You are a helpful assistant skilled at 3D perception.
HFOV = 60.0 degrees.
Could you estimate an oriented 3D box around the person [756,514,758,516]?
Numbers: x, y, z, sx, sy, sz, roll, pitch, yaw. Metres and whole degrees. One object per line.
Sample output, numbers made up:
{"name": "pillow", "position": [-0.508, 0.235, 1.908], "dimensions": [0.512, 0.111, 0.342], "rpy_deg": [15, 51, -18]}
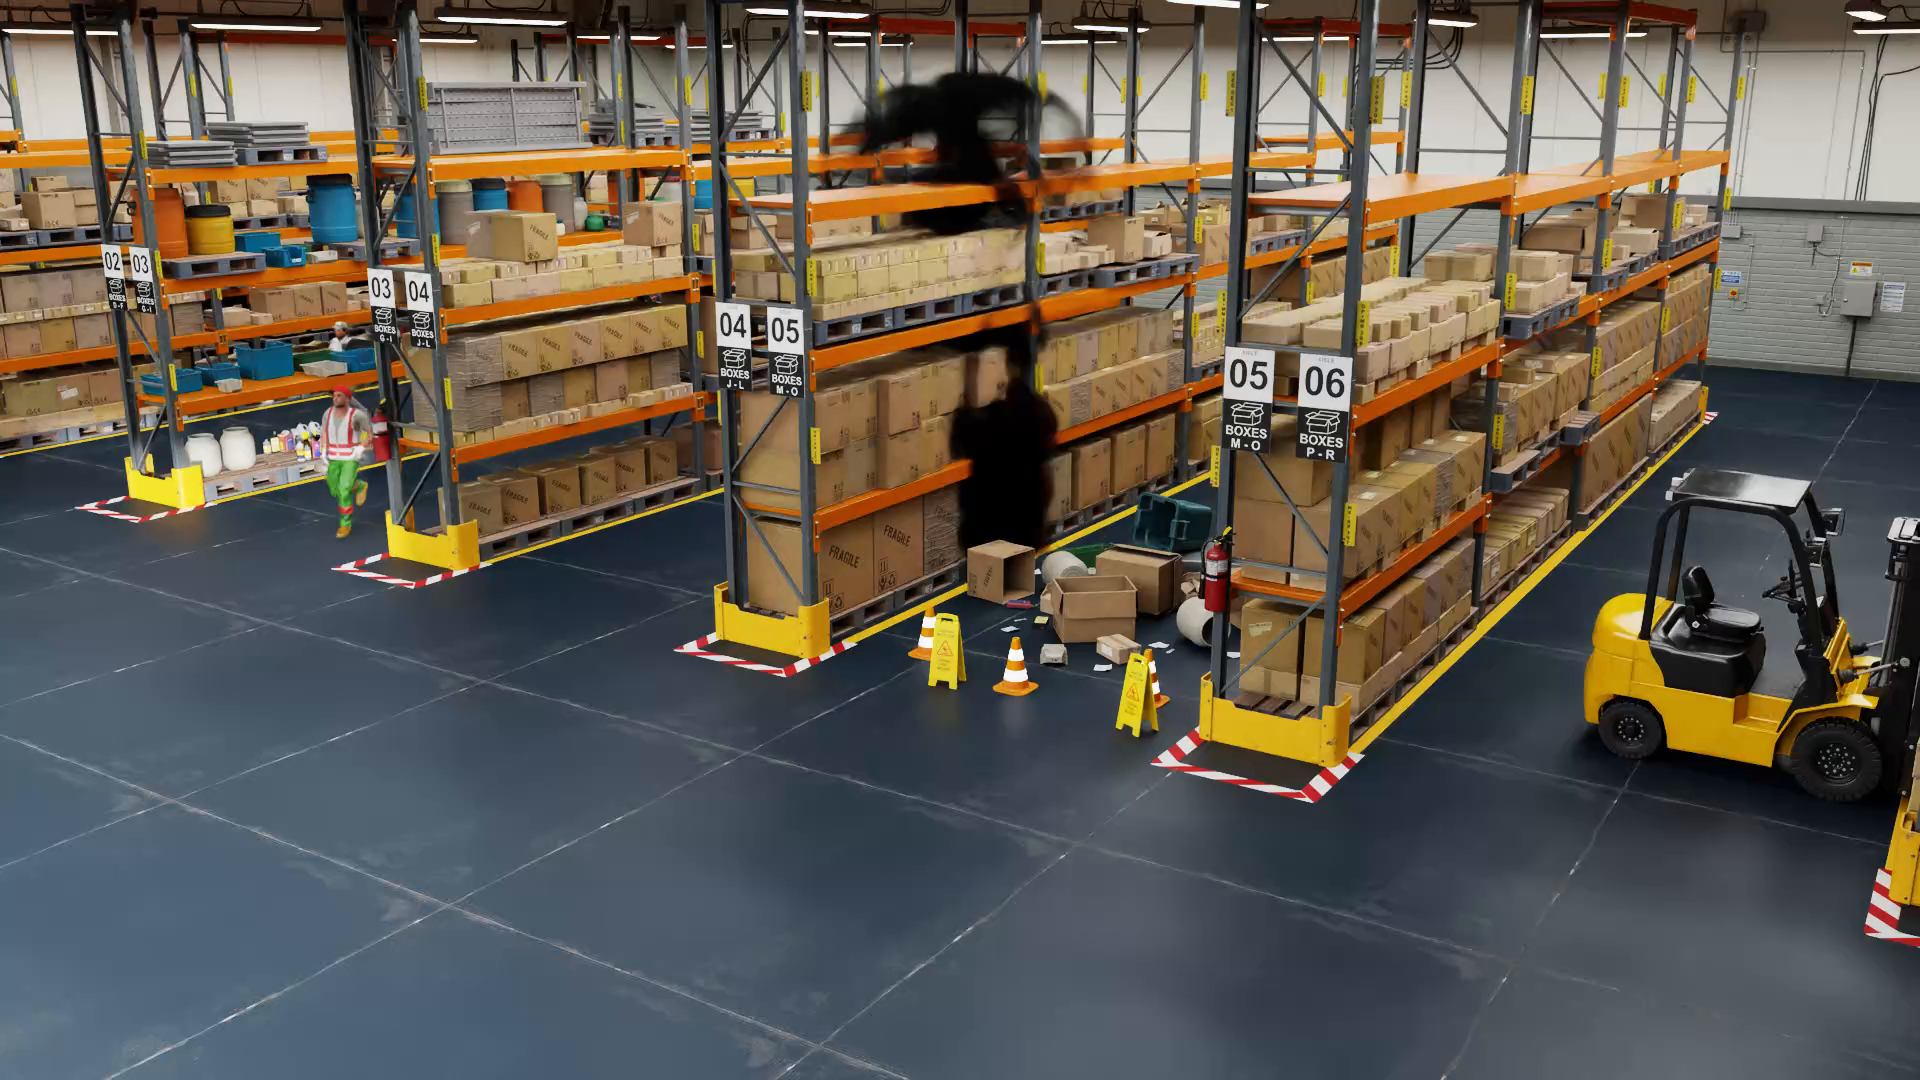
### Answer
{"name": "person", "position": [-2.030, -0.733, 17.681], "dimensions": [0.659, 1.718, 0.580], "rpy_deg": [8, 17, 26]}

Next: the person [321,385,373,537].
{"name": "person", "position": [-7.172, -0.965, 19.510], "dimensions": [0.667, 1.741, 0.795], "rpy_deg": [4, 16, 14]}

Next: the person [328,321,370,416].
{"name": "person", "position": [-9.148, -2.430, 24.759], "dimensions": [0.606, 1.666, 0.873], "rpy_deg": [8, 18, 27]}
